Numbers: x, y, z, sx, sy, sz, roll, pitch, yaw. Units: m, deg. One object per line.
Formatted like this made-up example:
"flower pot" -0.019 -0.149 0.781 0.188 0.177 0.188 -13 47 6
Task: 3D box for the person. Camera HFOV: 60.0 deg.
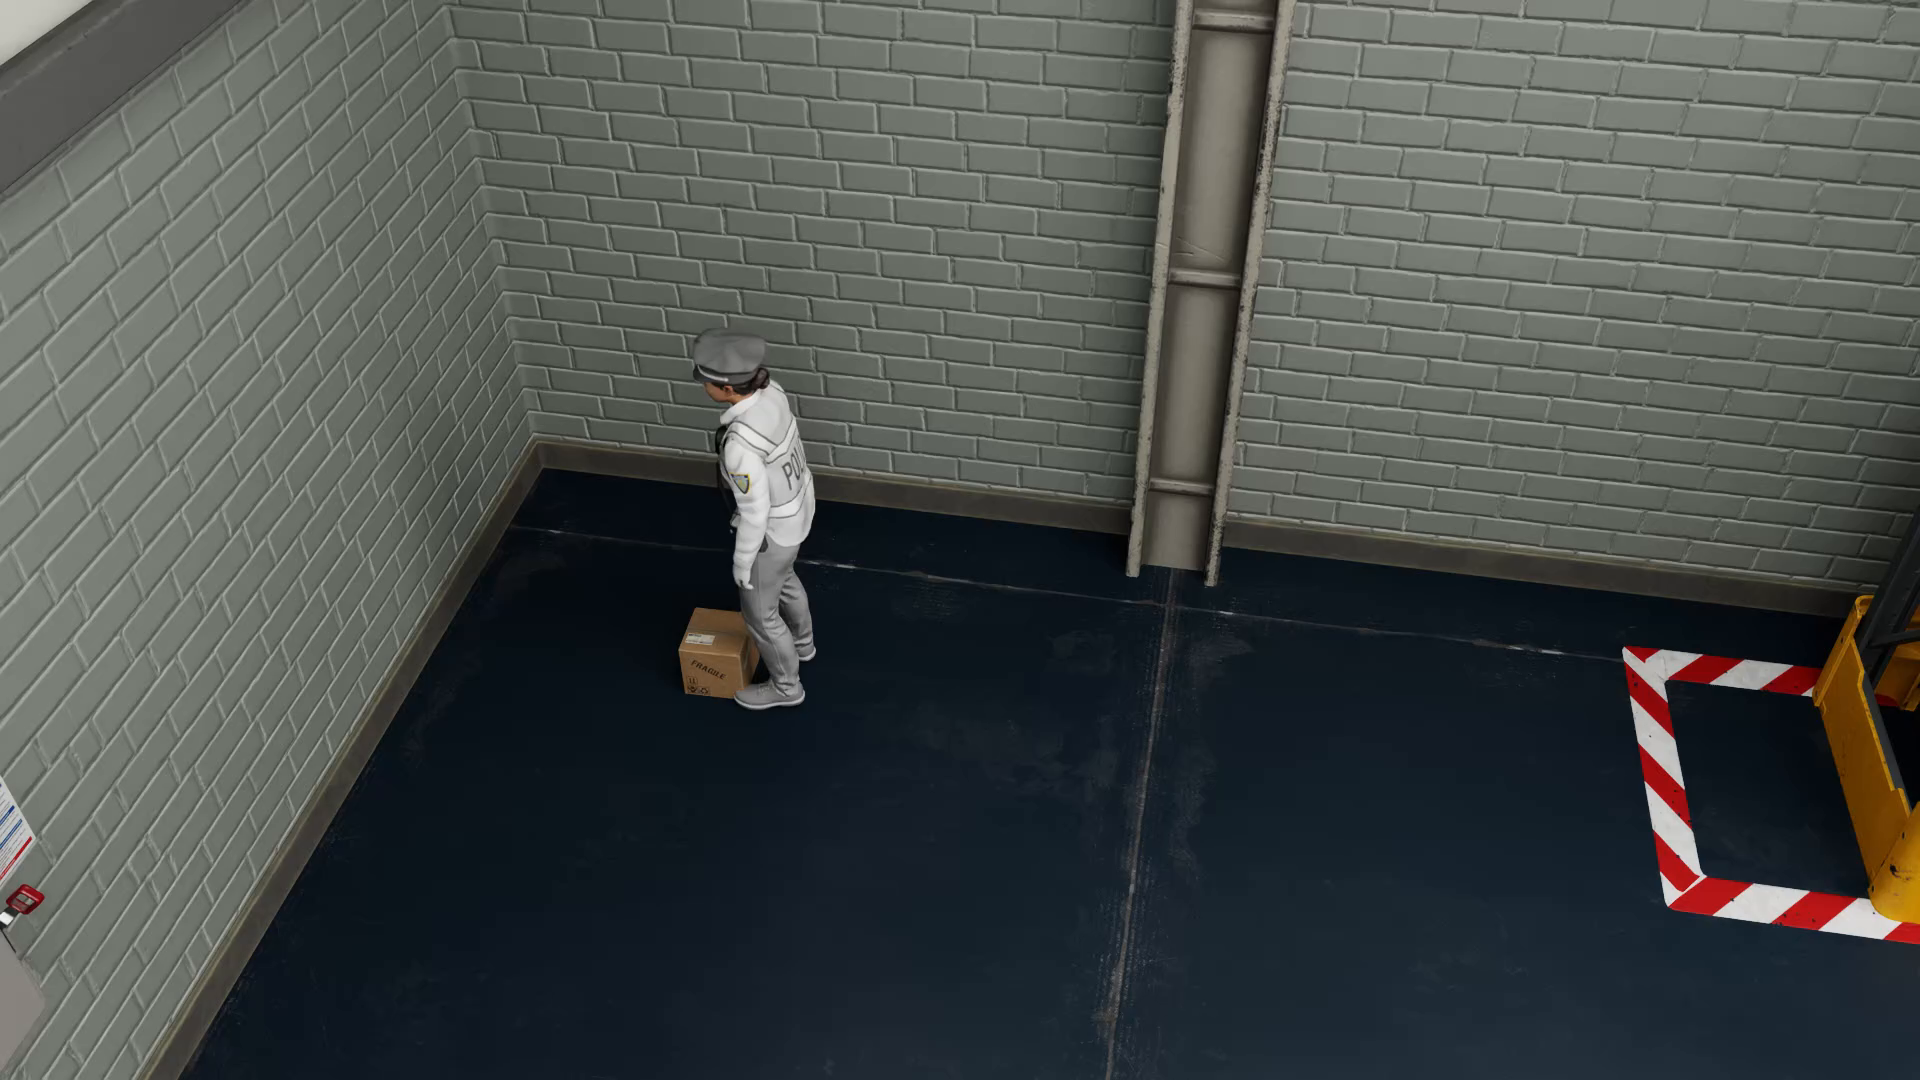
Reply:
"person" -0.736 -0.054 6.217 0.379 1.663 0.535 6 41 7
